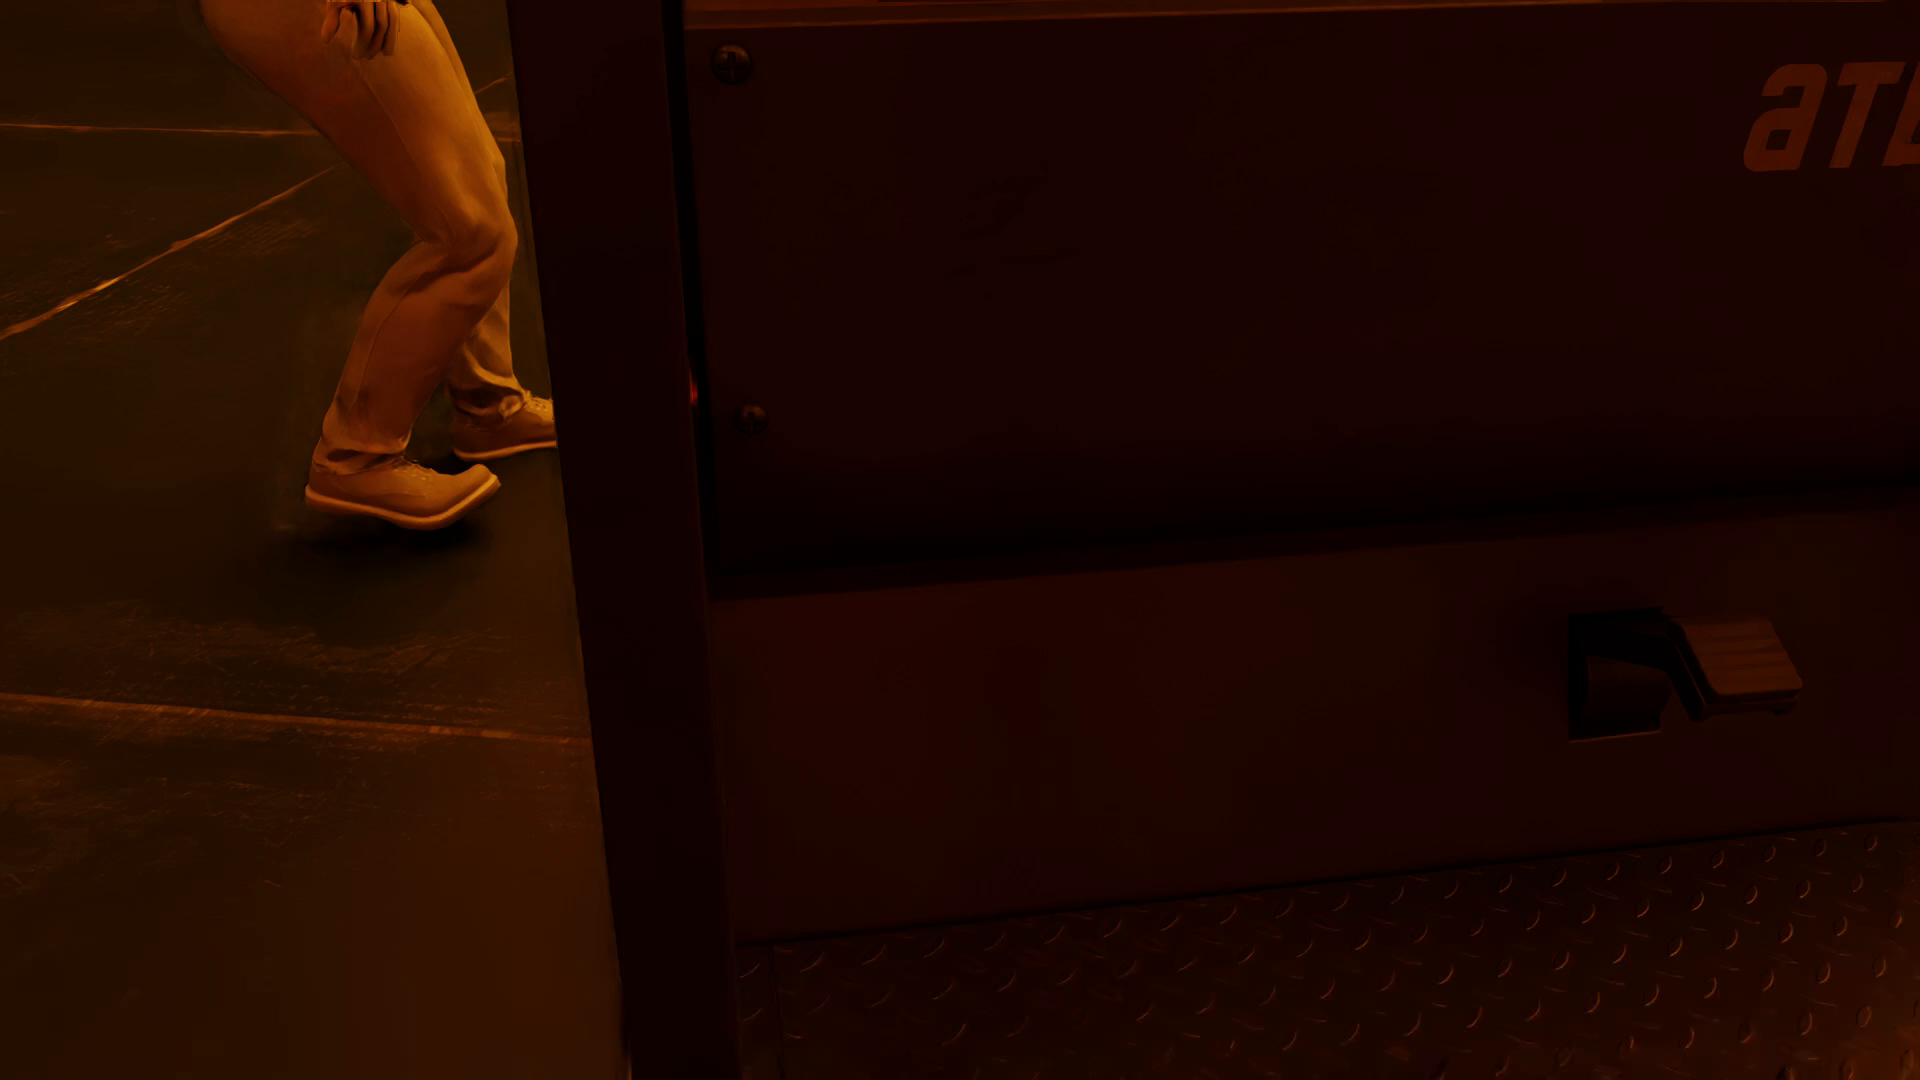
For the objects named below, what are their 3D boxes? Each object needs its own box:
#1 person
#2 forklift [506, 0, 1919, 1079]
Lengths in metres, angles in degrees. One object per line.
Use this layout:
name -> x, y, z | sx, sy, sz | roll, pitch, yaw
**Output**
person -> -0.782, -0.784, 2.271 | 0.529, 1.631, 0.822 | -7, 27, -13
forklift -> 0.350, -0.657, 0.534 | 1.130, 2.935, 3.031 | -4, 27, -9
